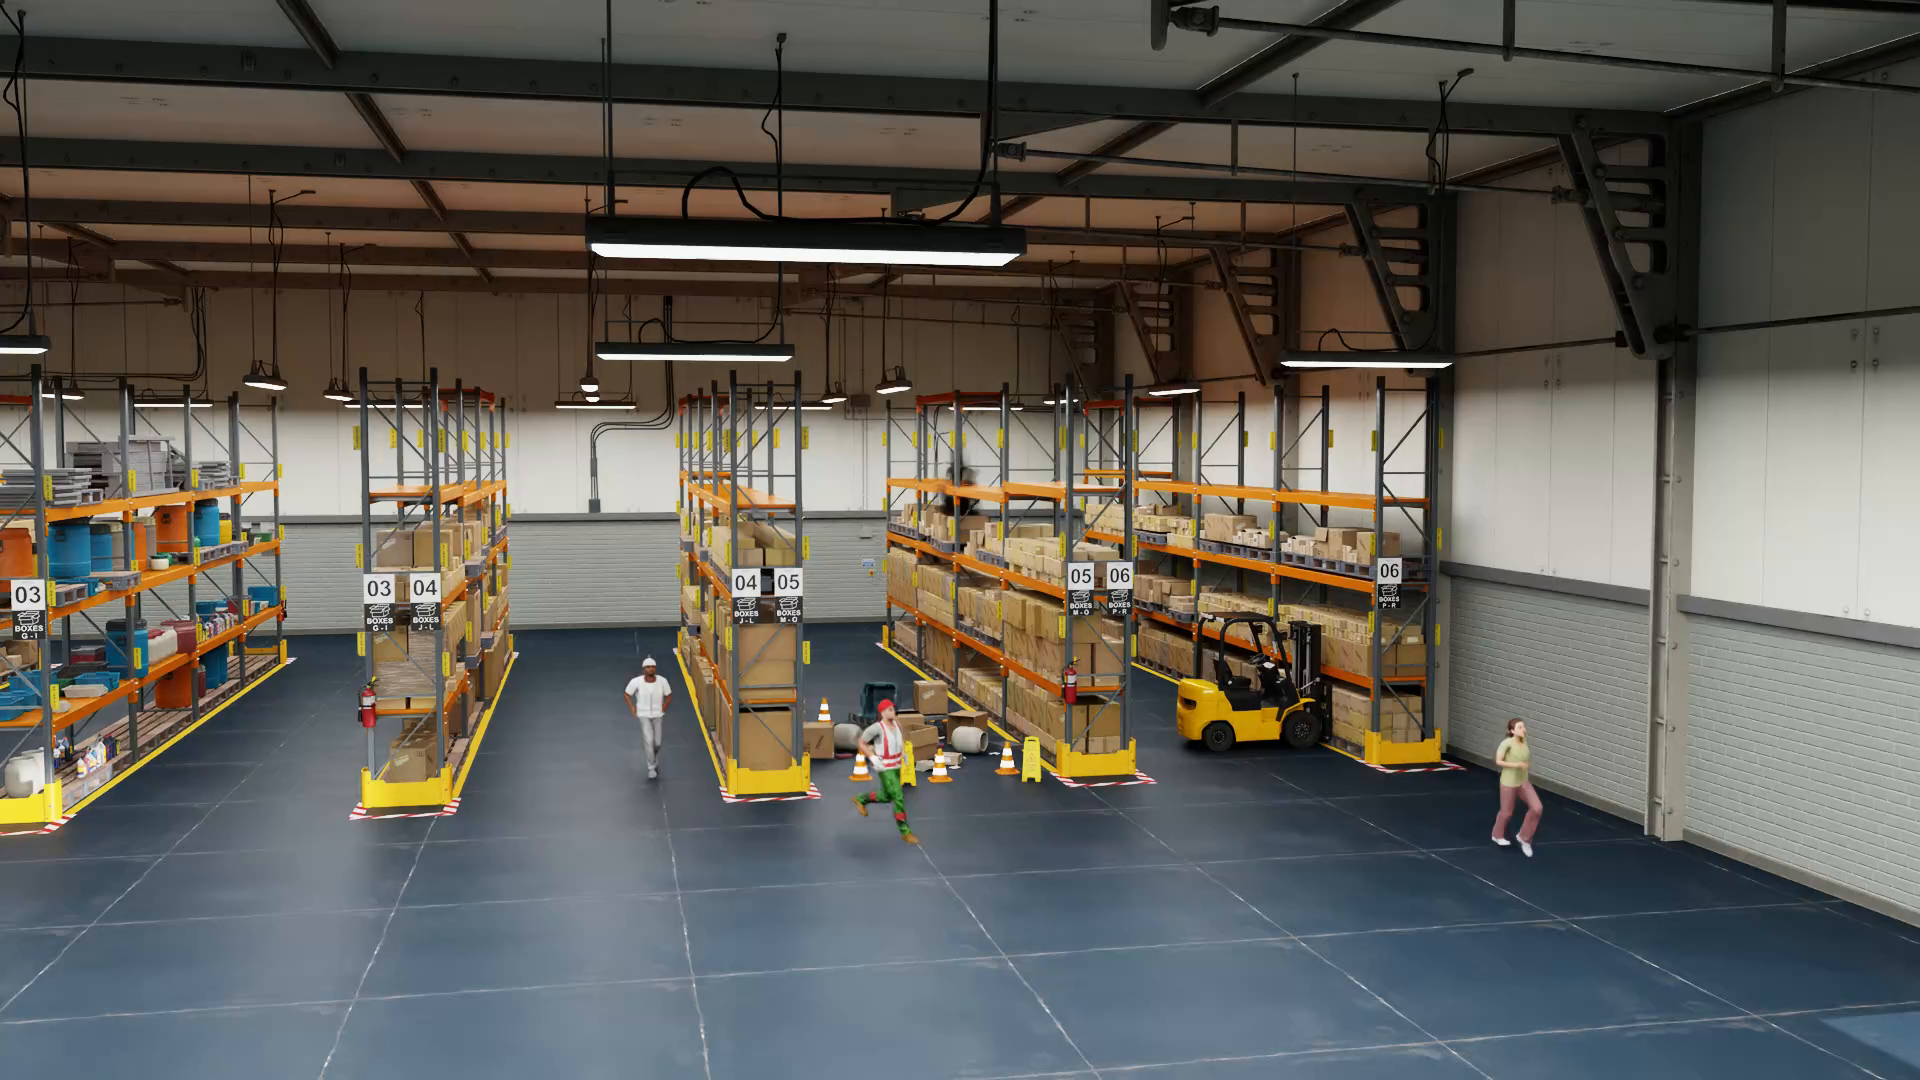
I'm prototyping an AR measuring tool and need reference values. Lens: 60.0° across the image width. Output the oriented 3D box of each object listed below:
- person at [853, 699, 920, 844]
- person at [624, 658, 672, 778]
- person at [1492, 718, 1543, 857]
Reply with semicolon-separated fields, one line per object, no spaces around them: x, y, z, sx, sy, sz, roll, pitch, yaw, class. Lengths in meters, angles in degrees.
-0.933;2.889;20.995;1.104;1.774;0.630;2;4;33;person
-4.668;2.642;24.979;0.707;1.754;0.777;-1;4;-20;person
6.697;2.978;20.176;0.562;1.677;0.748;-1;4;-19;person
